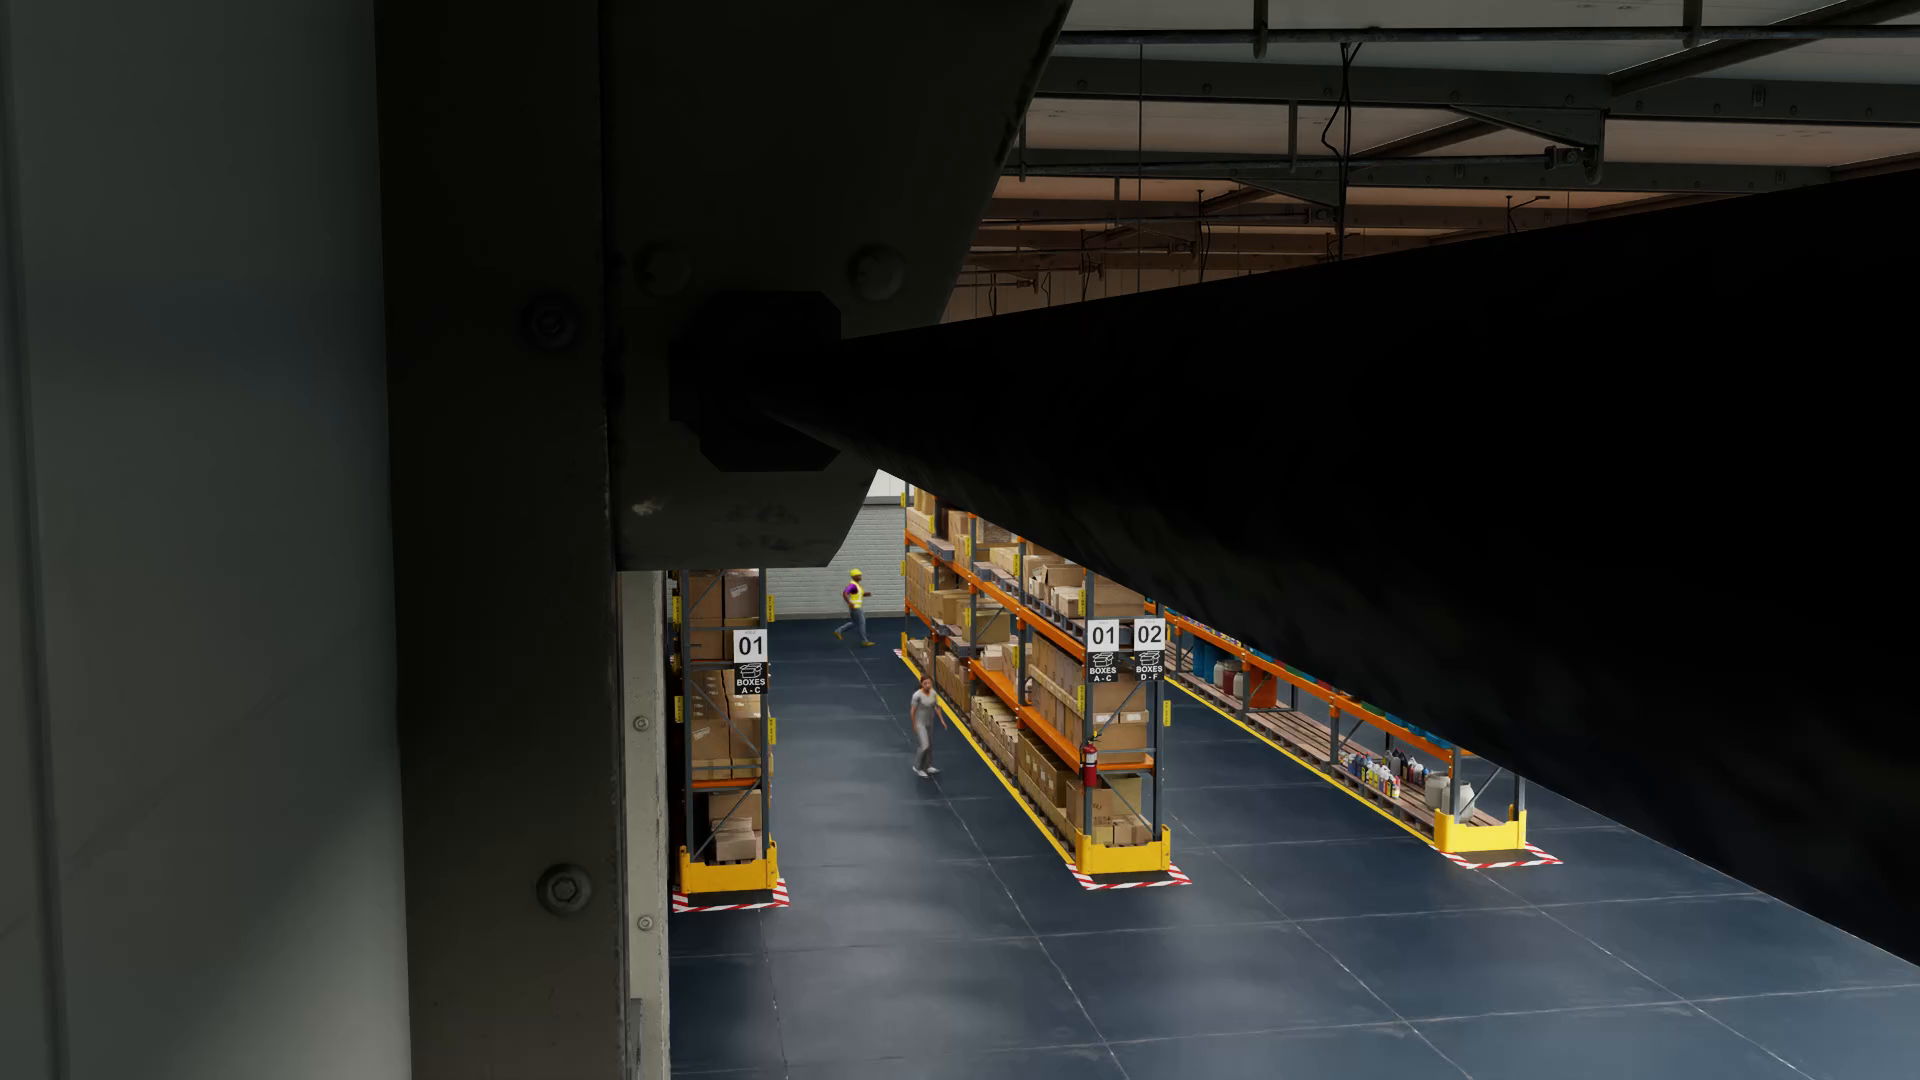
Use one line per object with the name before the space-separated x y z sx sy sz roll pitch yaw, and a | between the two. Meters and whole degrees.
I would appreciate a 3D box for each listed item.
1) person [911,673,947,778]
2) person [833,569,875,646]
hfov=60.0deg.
person | -0.544 2.853 25.754 0.549 1.644 0.598 -6 8 -44
person | -2.404 1.529 37.691 0.946 1.749 0.689 0 6 -2
